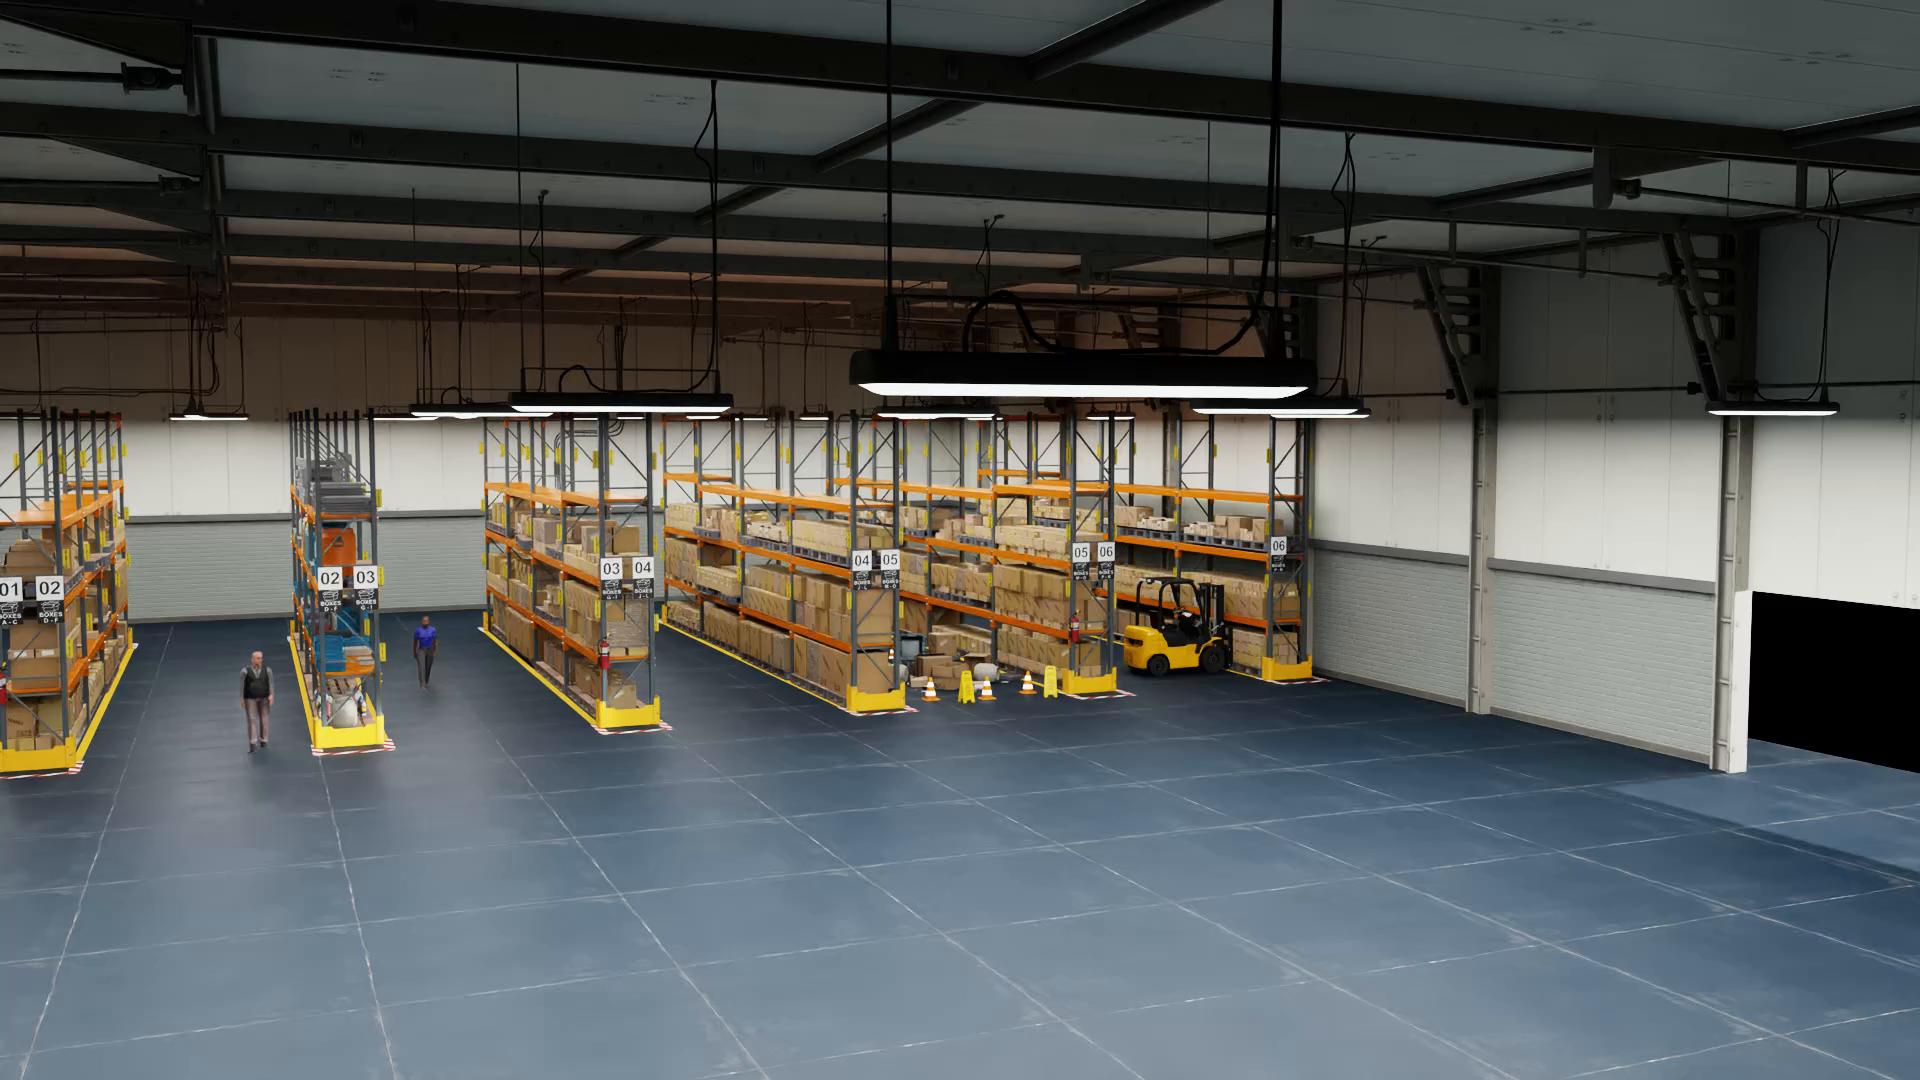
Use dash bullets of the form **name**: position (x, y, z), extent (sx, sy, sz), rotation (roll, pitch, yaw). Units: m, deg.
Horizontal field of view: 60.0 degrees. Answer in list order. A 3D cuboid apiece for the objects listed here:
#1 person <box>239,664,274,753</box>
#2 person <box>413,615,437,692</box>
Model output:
- **person**: position (-12.287, 2.948, 29.168), extent (0.564, 1.516, 0.742), rotation (-2, 5, -32)
- **person**: position (-11.402, 2.409, 35.517), extent (0.468, 1.605, 0.978), rotation (-3, 5, -34)
